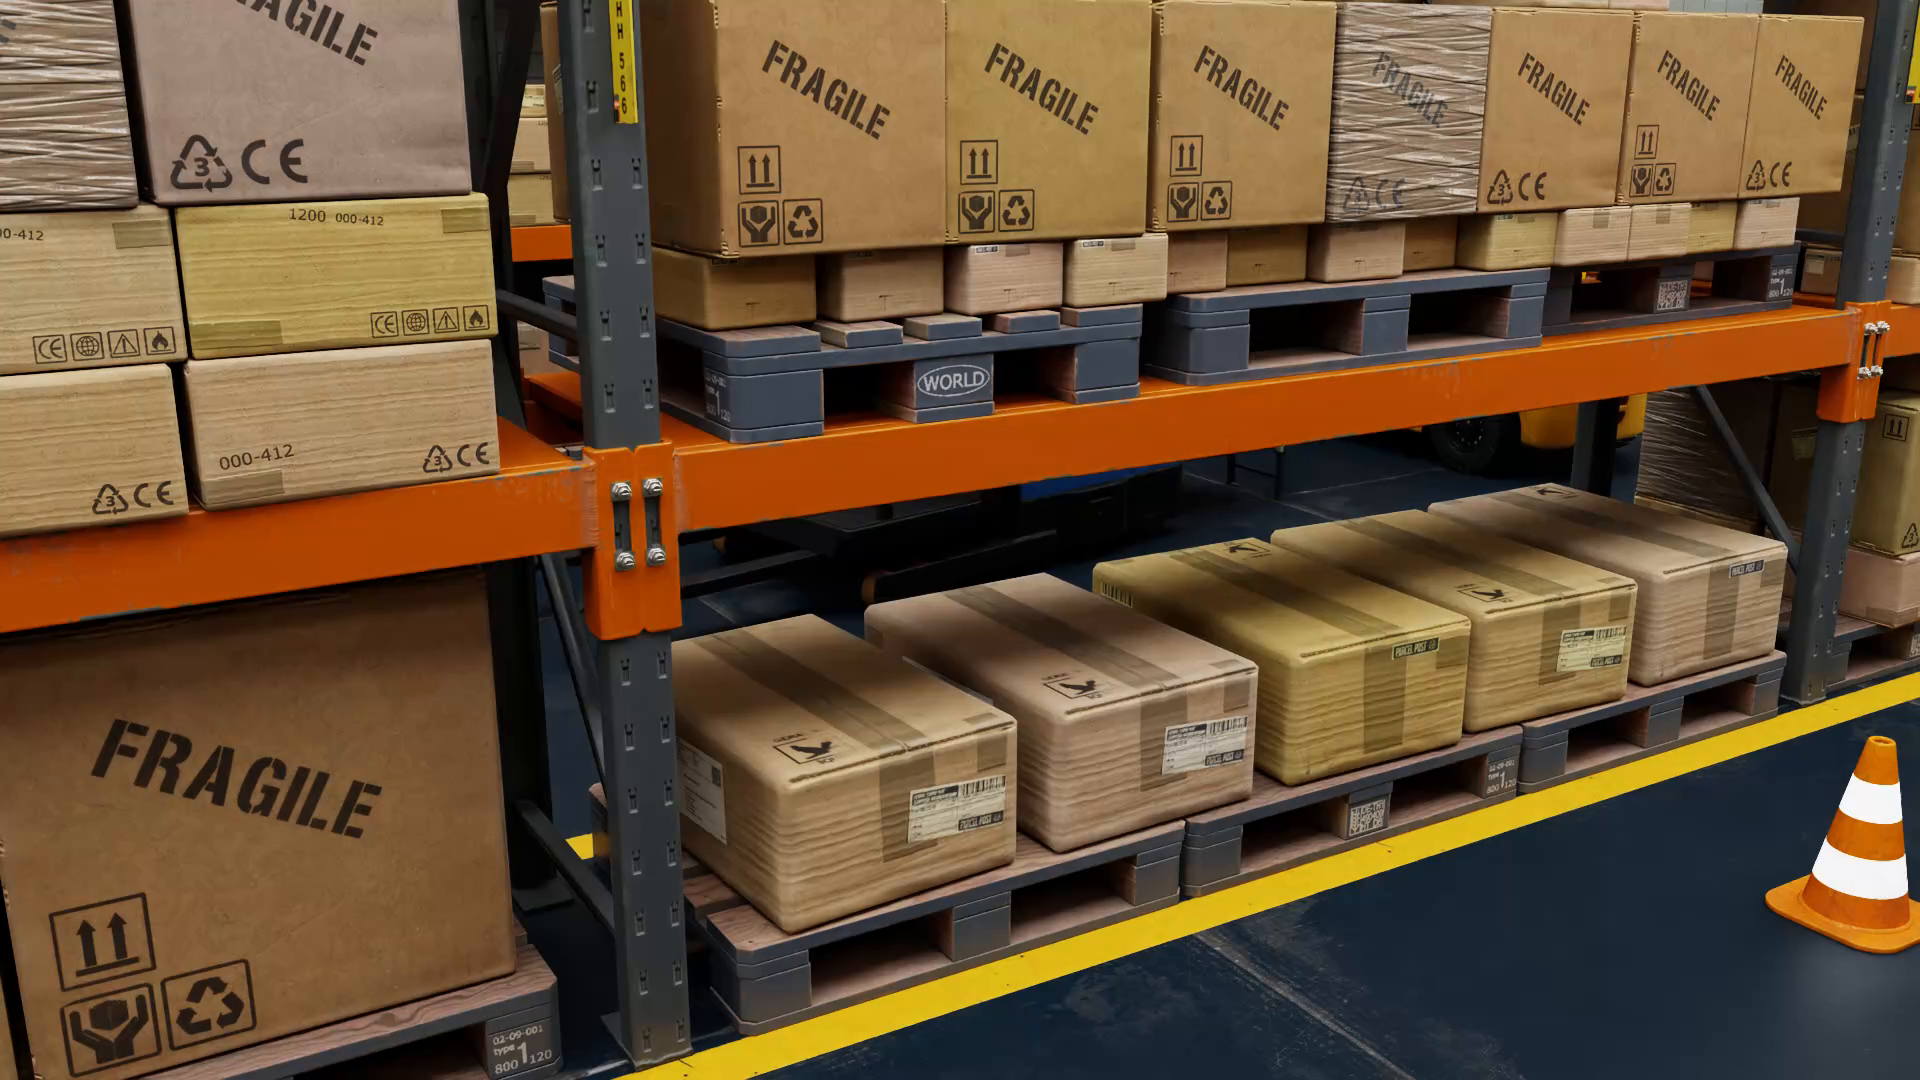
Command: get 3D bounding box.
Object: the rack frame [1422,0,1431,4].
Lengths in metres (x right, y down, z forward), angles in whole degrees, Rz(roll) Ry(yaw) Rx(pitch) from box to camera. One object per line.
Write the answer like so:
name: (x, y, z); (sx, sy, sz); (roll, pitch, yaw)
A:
rack frame: (3.422, -2.721, 11.558); (0.127, 3.000, 1.000); (-9, 18, -30)

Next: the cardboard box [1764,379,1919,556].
cardboard box: (3.198, -0.276, 5.762); (0.500, 0.500, 0.500); (-8, 18, -27)

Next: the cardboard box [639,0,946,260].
cardboard box: (-0.371, -0.863, 3.418); (0.500, 0.500, 0.500); (-10, 18, -31)

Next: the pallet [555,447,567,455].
pallet: (-2.709, -0.371, 8.343); (1.213, 0.211, 1.003); (-9, 18, -30)

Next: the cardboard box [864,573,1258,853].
cardboard box: (0.242, 0.422, 4.438); (0.625, 0.372, 0.950); (-10, 18, -31)

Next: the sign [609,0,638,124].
sign: (-0.587, -0.890, 2.883); (0.005, 0.325, 0.100); (-9, 18, -30)

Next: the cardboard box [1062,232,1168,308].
cardboard box: (0.263, -0.636, 3.810); (0.250, 0.149, 0.380); (-9, 18, -29)

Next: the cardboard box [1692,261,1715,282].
cardboard box: (2.672, -1.011, 5.924); (0.250, 0.149, 0.380); (-9, 18, -30)

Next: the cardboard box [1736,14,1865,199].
cardboard box: (2.275, -1.293, 4.950); (0.500, 0.500, 0.500); (-10, 18, -31)

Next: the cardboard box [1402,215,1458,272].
cardboard box: (1.094, -0.811, 4.434); (0.250, 0.149, 0.380); (-10, 18, -32)

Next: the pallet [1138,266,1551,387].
pallet: (0.800, -0.653, 4.537); (1.213, 0.211, 1.003); (-9, 18, -30)

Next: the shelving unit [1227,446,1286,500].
shelving unit: (1.150, -0.915, 7.896); (0.755, 1.500, 0.431); (-9, 18, -29)

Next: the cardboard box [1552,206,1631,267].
cardboard box: (1.600, -0.850, 4.571); (0.250, 0.149, 0.380); (-9, 18, -29)

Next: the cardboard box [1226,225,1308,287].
cardboard box: (0.651, -0.736, 4.166); (0.250, 0.149, 0.380); (-8, 18, -28)

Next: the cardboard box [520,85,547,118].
cardboard box: (-2.158, -2.105, 7.976); (0.250, 0.149, 0.380); (-9, 18, -29)

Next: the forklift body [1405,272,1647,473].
forklift body: (2.736, -1.626, 9.226); (1.214, 2.155, 2.313); (-9, 18, -30)

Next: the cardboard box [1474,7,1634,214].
cardboard box: (1.405, -1.153, 4.453); (0.500, 0.500, 0.500); (-9, 18, -28)

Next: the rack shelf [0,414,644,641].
rack shelf: (-2.590, 0.164, 2.601); (4.000, 0.370, 1.077); (-9, 18, -30)

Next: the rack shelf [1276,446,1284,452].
rack shelf: (1.150, -0.601, 7.984); (0.720, 0.370, 0.431); (-9, 18, -29)

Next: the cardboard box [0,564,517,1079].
cardboard box: (-1.511, 0.437, 3.452); (0.875, 0.875, 0.875); (-9, 18, -30)

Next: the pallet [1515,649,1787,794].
pallet: (1.886, 0.435, 5.468); (1.213, 0.211, 1.003); (-9, 18, -30)

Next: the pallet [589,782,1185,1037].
pallet: (-0.205, 0.774, 4.258); (1.213, 0.211, 1.003); (-9, 18, -30)

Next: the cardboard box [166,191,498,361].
cardboard box: (-1.160, -0.503, 2.999); (0.500, 0.250, 0.500); (-9, 18, -30)

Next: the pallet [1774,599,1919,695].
pallet: (3.111, 0.224, 6.218); (1.213, 0.211, 1.003); (-9, 18, -30)

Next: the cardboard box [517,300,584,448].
cardboard box: (-2.337, -0.844, 8.483); (0.625, 0.625, 0.875); (-9, 18, -28)

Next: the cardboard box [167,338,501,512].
cardboard box: (-1.175, -0.258, 3.051); (0.500, 0.250, 0.500); (-10, 18, -32)

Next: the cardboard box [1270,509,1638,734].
cardboard box: (1.490, 0.221, 5.156); (0.625, 0.372, 0.950); (-8, 18, -26)

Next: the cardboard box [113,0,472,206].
cardboard box: (-1.184, -0.858, 2.875); (0.500, 0.500, 0.500); (-10, 18, -31)

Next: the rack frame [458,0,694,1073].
rack frame: (-0.876, -0.461, 3.496); (0.127, 3.000, 1.000); (-9, 18, -30)

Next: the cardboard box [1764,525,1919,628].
cardboard box: (3.198, 0.086, 5.863); (0.500, 0.250, 0.500); (-10, 19, -32)

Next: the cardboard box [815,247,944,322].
cardboard box: (-0.242, -0.576, 3.593); (0.250, 0.149, 0.380); (-11, 19, -33)

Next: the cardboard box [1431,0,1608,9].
cardboard box: (1.467, -1.464, 4.358); (0.250, 0.149, 0.380); (-10, 19, -32)

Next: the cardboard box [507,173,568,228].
cardboard box: (-2.057, -1.683, 8.136); (0.500, 0.250, 0.500); (-10, 18, -31)

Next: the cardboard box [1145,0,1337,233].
cardboard box: (0.524, -1.013, 3.951); (0.500, 0.500, 0.500); (-9, 18, -29)

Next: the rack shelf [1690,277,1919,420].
rack shelf: (4.267, -0.948, 6.568); (4.000, 0.370, 1.077); (-9, 18, -30)

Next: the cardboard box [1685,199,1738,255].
cardboard box: (2.019, -0.930, 4.857); (0.250, 0.149, 0.380); (-10, 18, -31)

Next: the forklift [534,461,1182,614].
forklift: (-0.426, -1.290, 6.583); (3.031, 2.935, 1.130); (-14, 21, -40)

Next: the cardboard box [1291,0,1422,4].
cardboard box: (1.090, -1.564, 4.716); (0.250, 0.149, 0.380); (-8, 18, -27)

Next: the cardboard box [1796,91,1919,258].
cardboard box: (3.074, -1.205, 5.414); (0.500, 0.500, 0.500); (-9, 18, -30)

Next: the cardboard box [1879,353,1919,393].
cardboard box: (3.336, -0.591, 5.687); (0.250, 0.149, 0.380); (-9, 18, -29)
